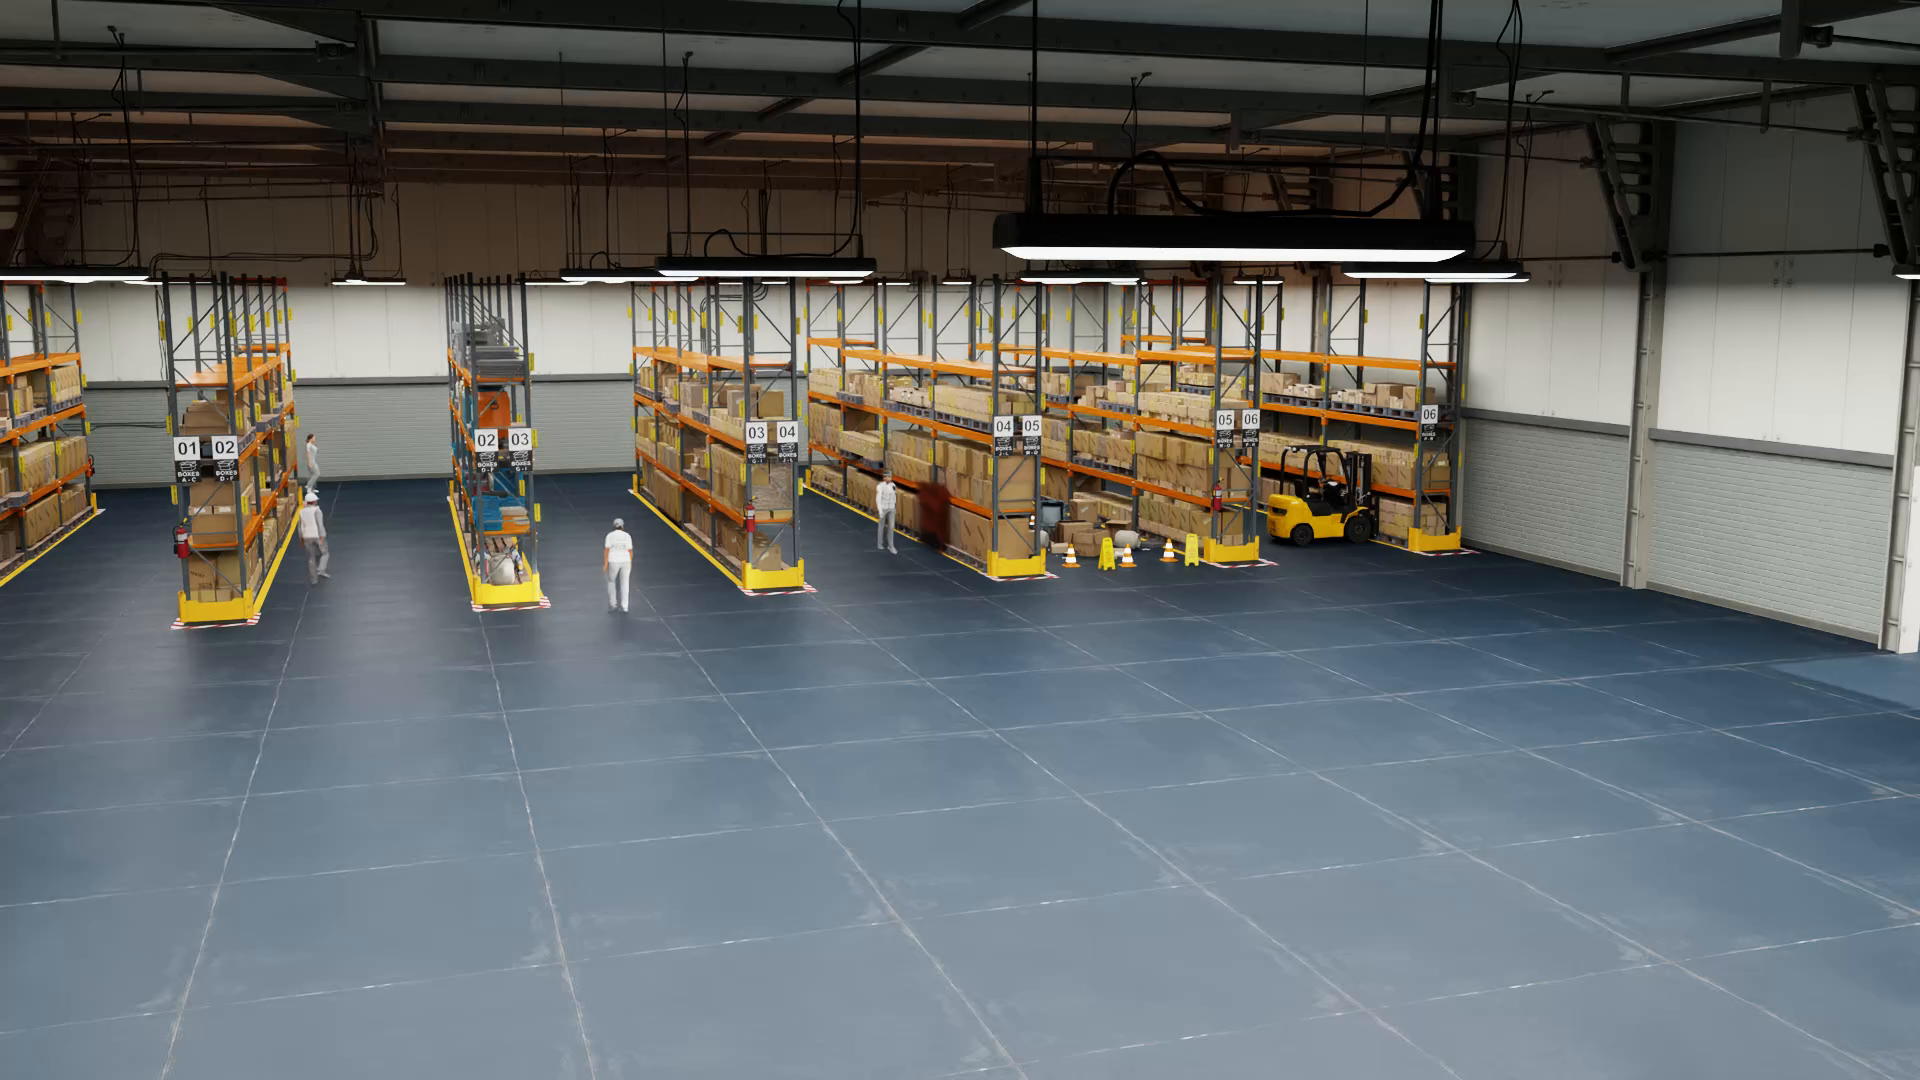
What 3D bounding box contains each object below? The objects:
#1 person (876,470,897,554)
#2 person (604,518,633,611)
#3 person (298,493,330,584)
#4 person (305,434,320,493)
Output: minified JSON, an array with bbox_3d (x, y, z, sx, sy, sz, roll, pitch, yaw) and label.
[{"bbox_3d":[-1.519,-0.604,34.639,0.525,1.714,0.639,-4,9,-23],"label":"person"},{"bbox_3d":[-6.095,0.478,29.661,0.536,1.708,0.606,-4,9,-23],"label":"person"},{"bbox_3d":[-12.622,-0.041,32.459,0.576,1.761,0.530,-1,9,-9],"label":"person"},{"bbox_3d":[-18.161,-2.147,46.630,0.421,1.672,0.471,-3,9,-16],"label":"person"}]
